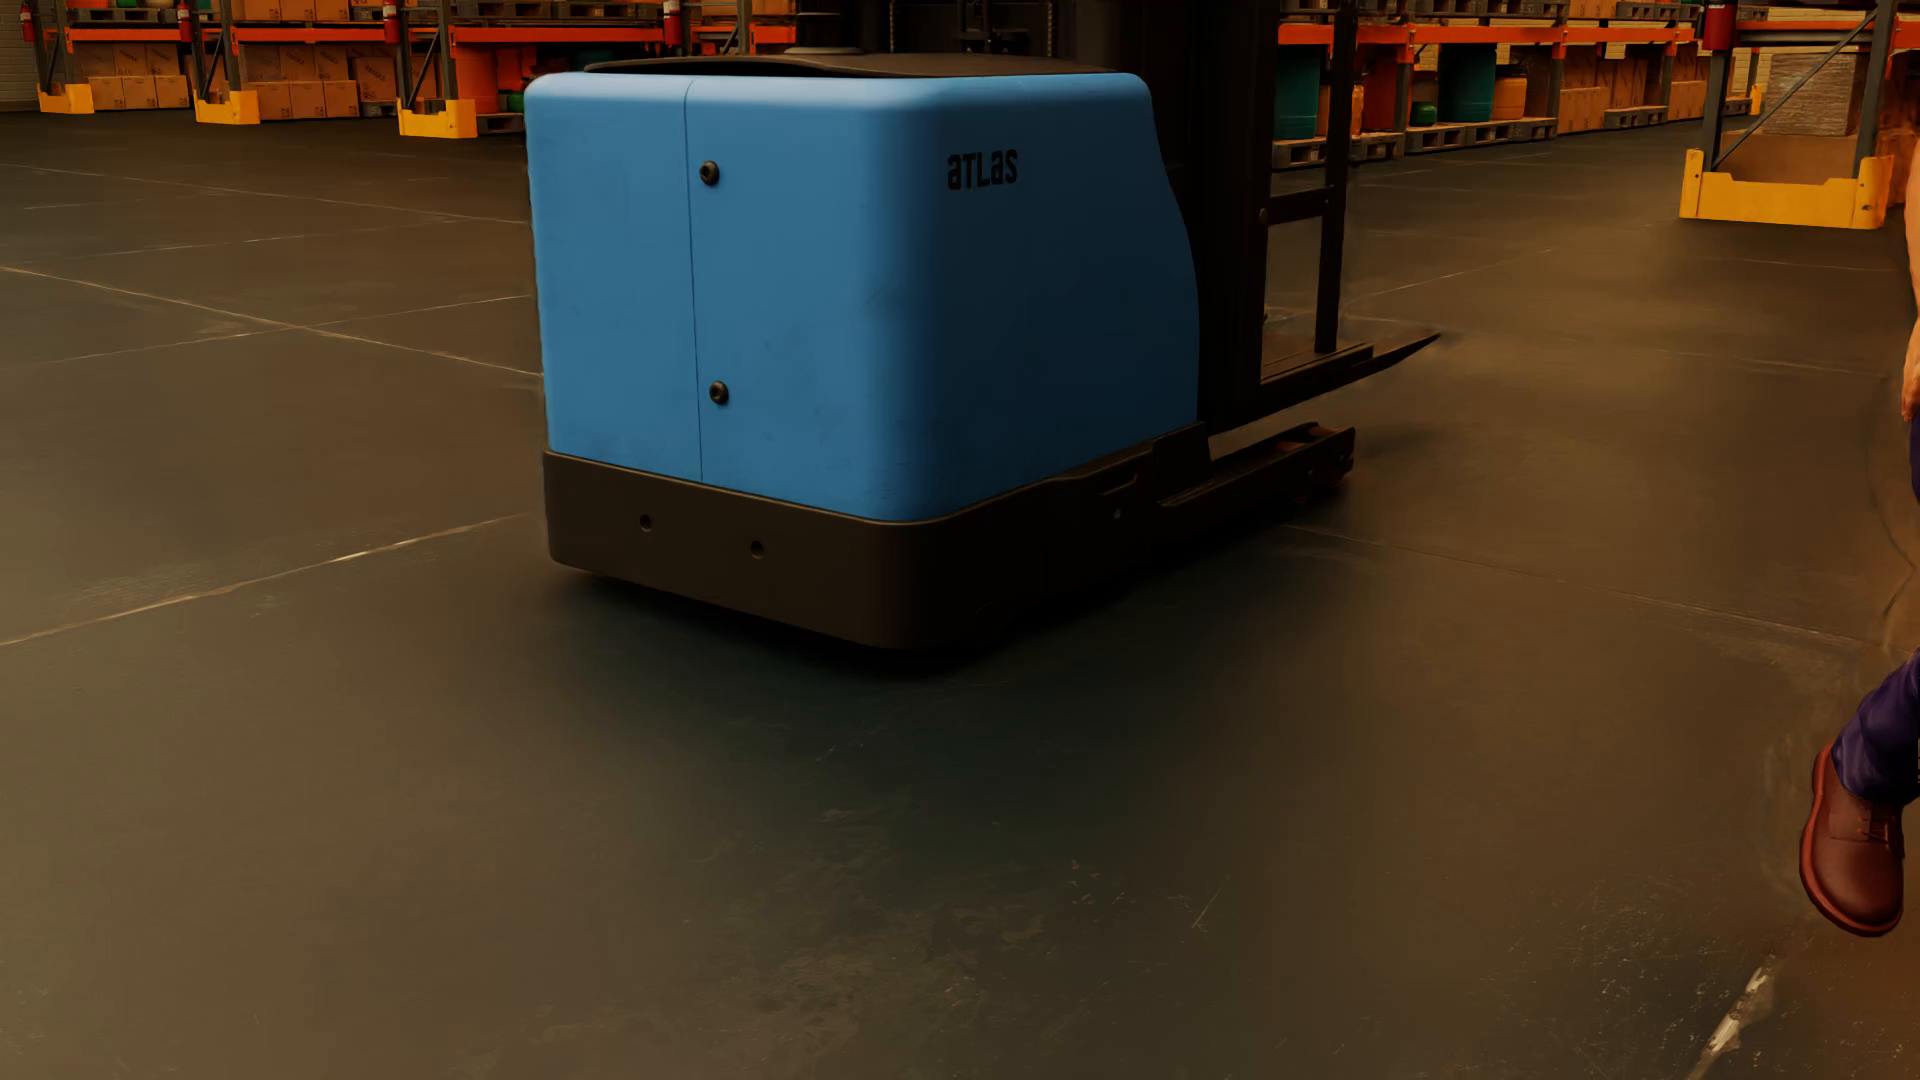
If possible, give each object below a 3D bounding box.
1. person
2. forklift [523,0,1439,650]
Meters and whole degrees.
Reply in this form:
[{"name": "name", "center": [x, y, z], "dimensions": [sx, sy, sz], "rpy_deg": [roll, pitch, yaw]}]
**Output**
[{"name": "person", "center": [1.513, -0.112, 1.993], "dimensions": [0.825, 1.439, 0.632], "rpy_deg": [5, 17, 15]}, {"name": "forklift", "center": [0.389, -1.565, 4.051], "dimensions": [1.130, 2.935, 3.031], "rpy_deg": [12, 21, 34]}]
